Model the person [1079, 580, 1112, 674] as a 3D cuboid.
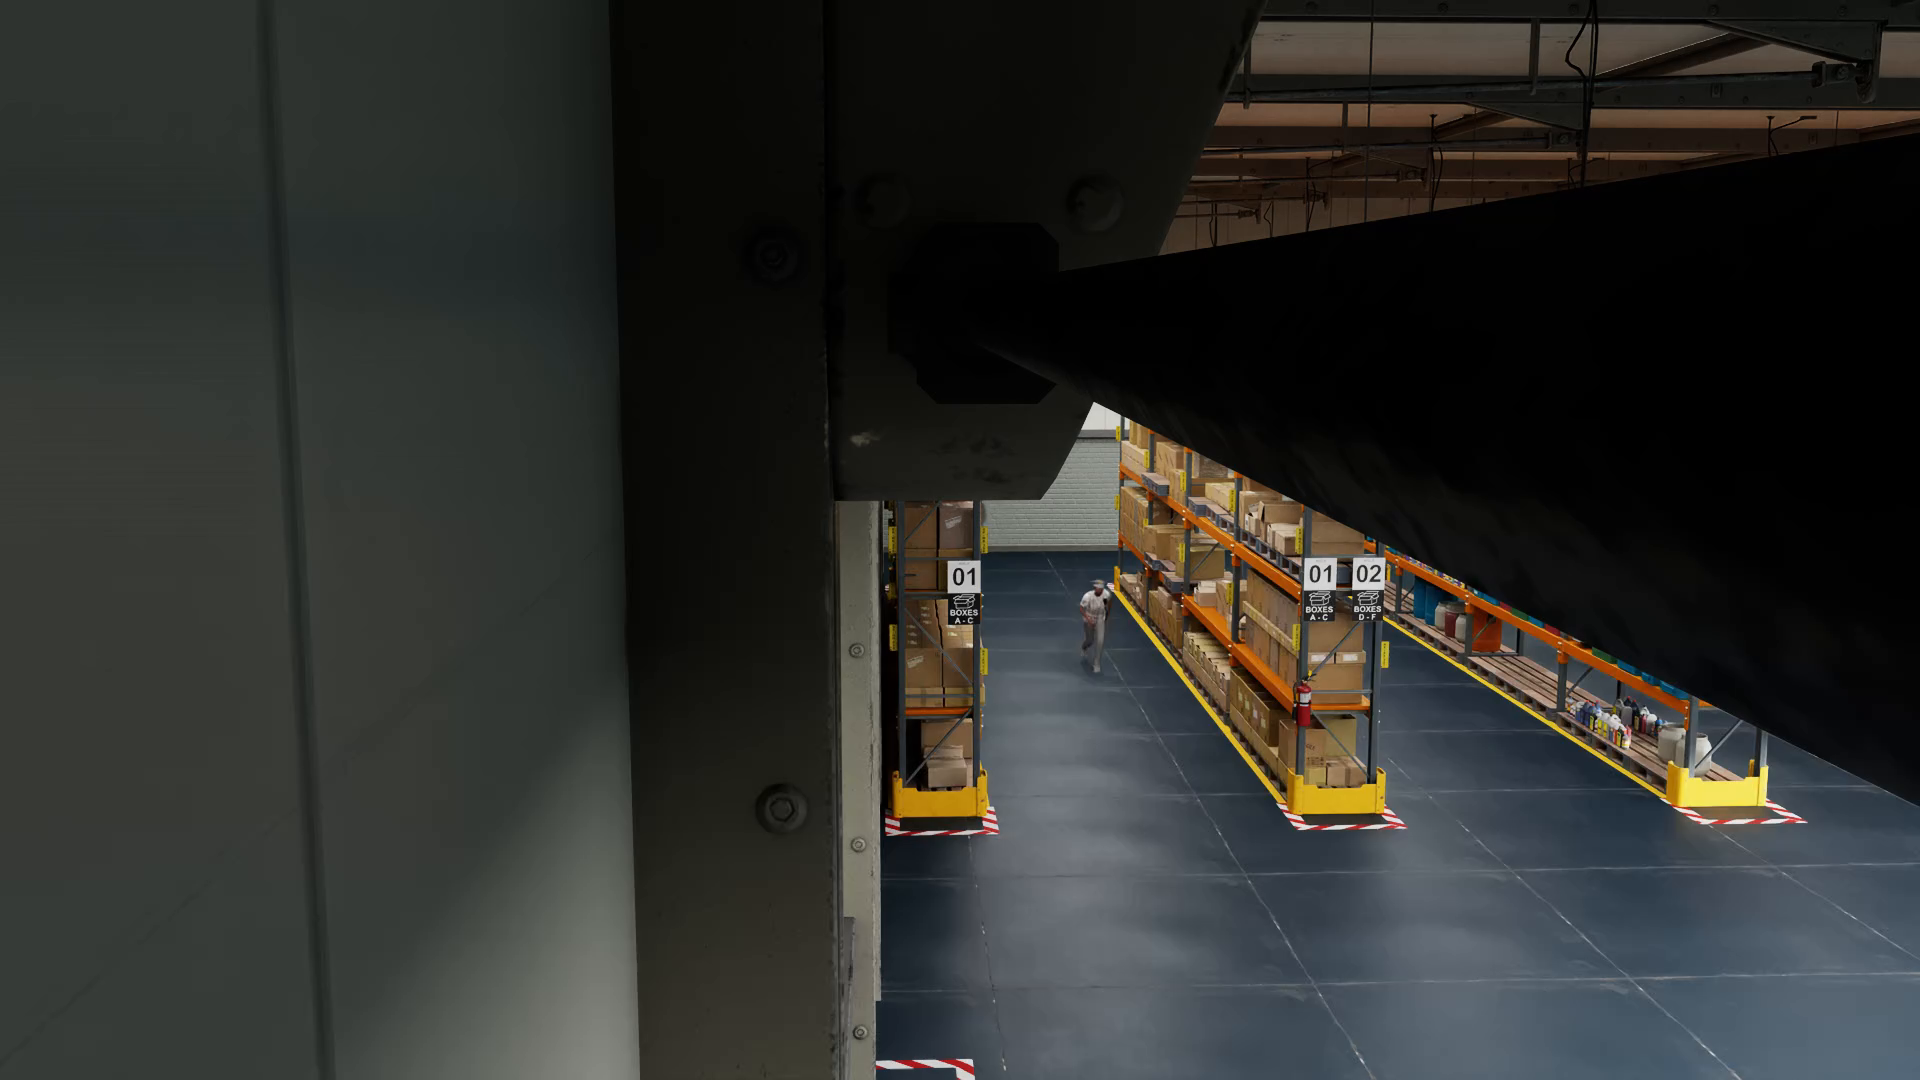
[{"bbox_3d":[2.290,1.434,28.751,0.568,1.636,0.959,-2,9,-16],"label":"person"}]
